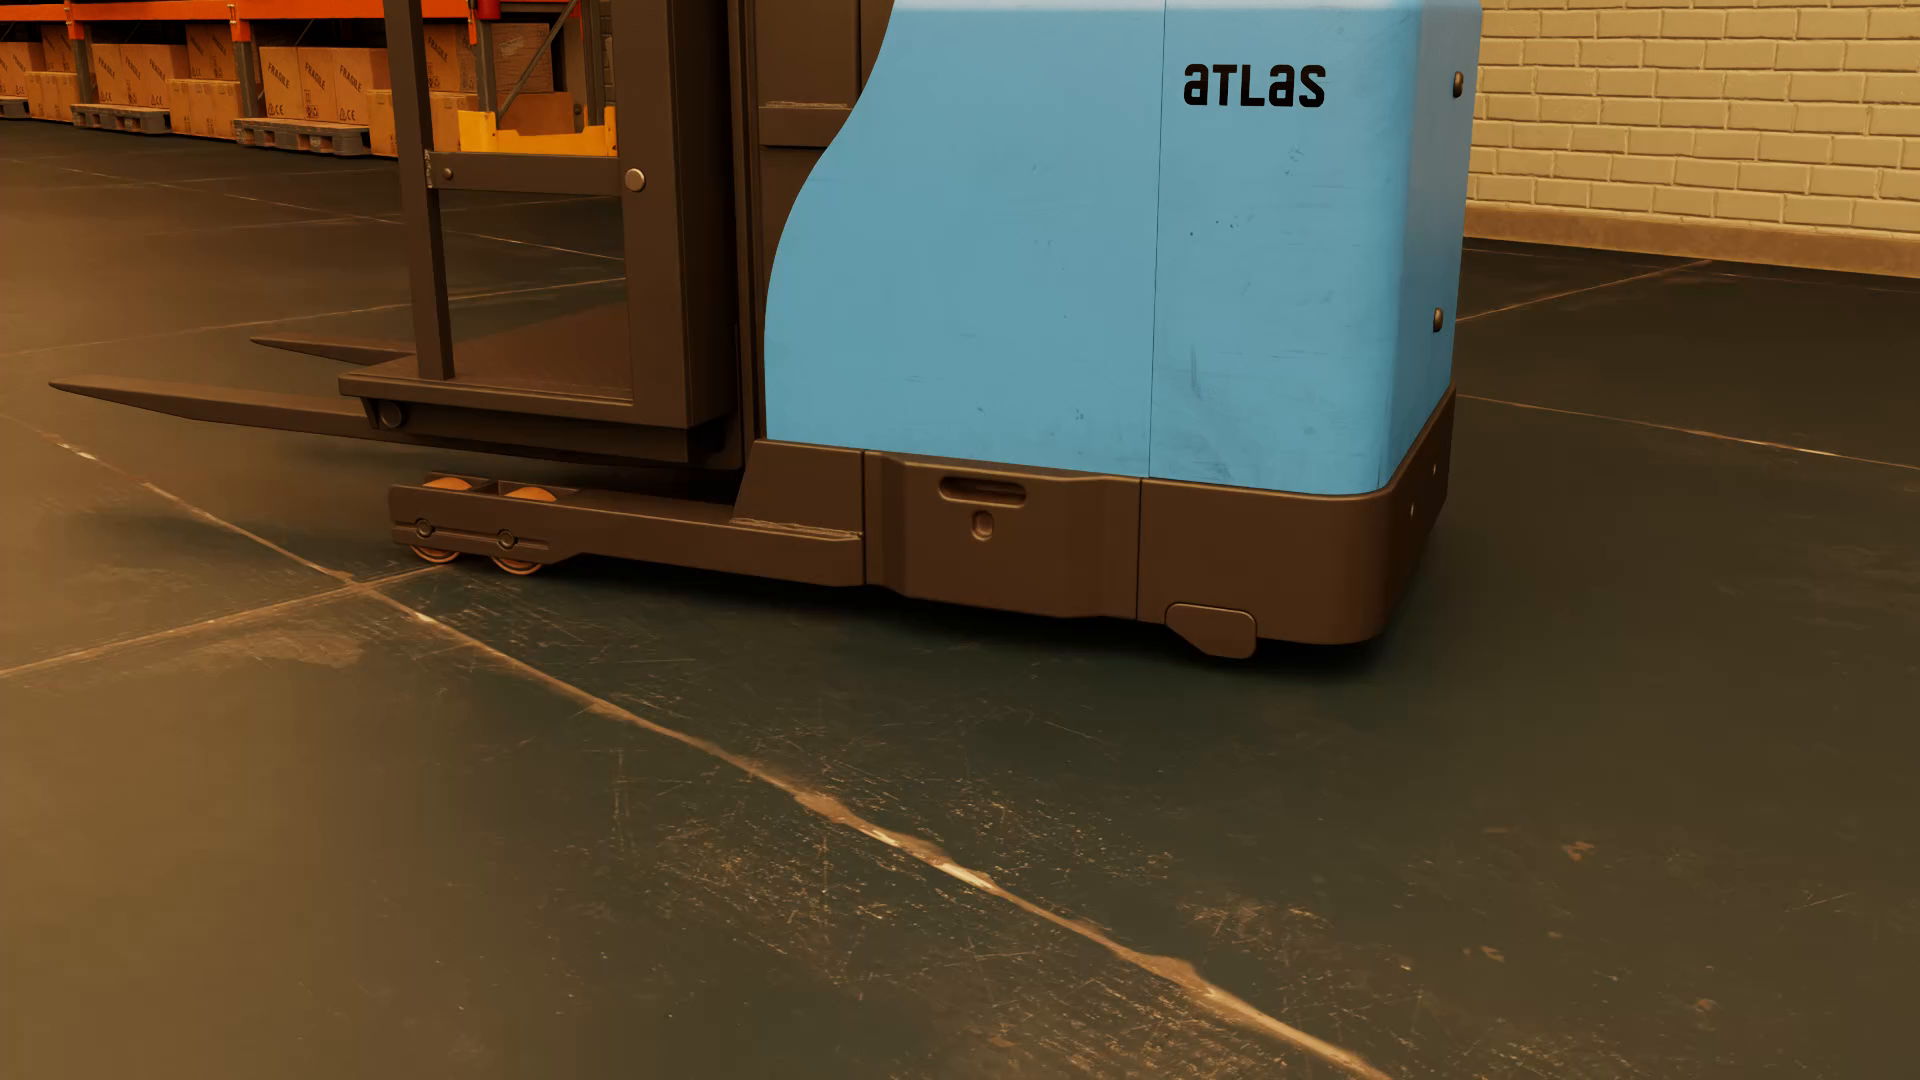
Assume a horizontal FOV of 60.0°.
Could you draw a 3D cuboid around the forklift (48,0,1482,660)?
[{"bbox_3d":[-0.563,-1.469,3.184,3.031,2.935,1.130,7,18,21],"label":"forklift"}]
